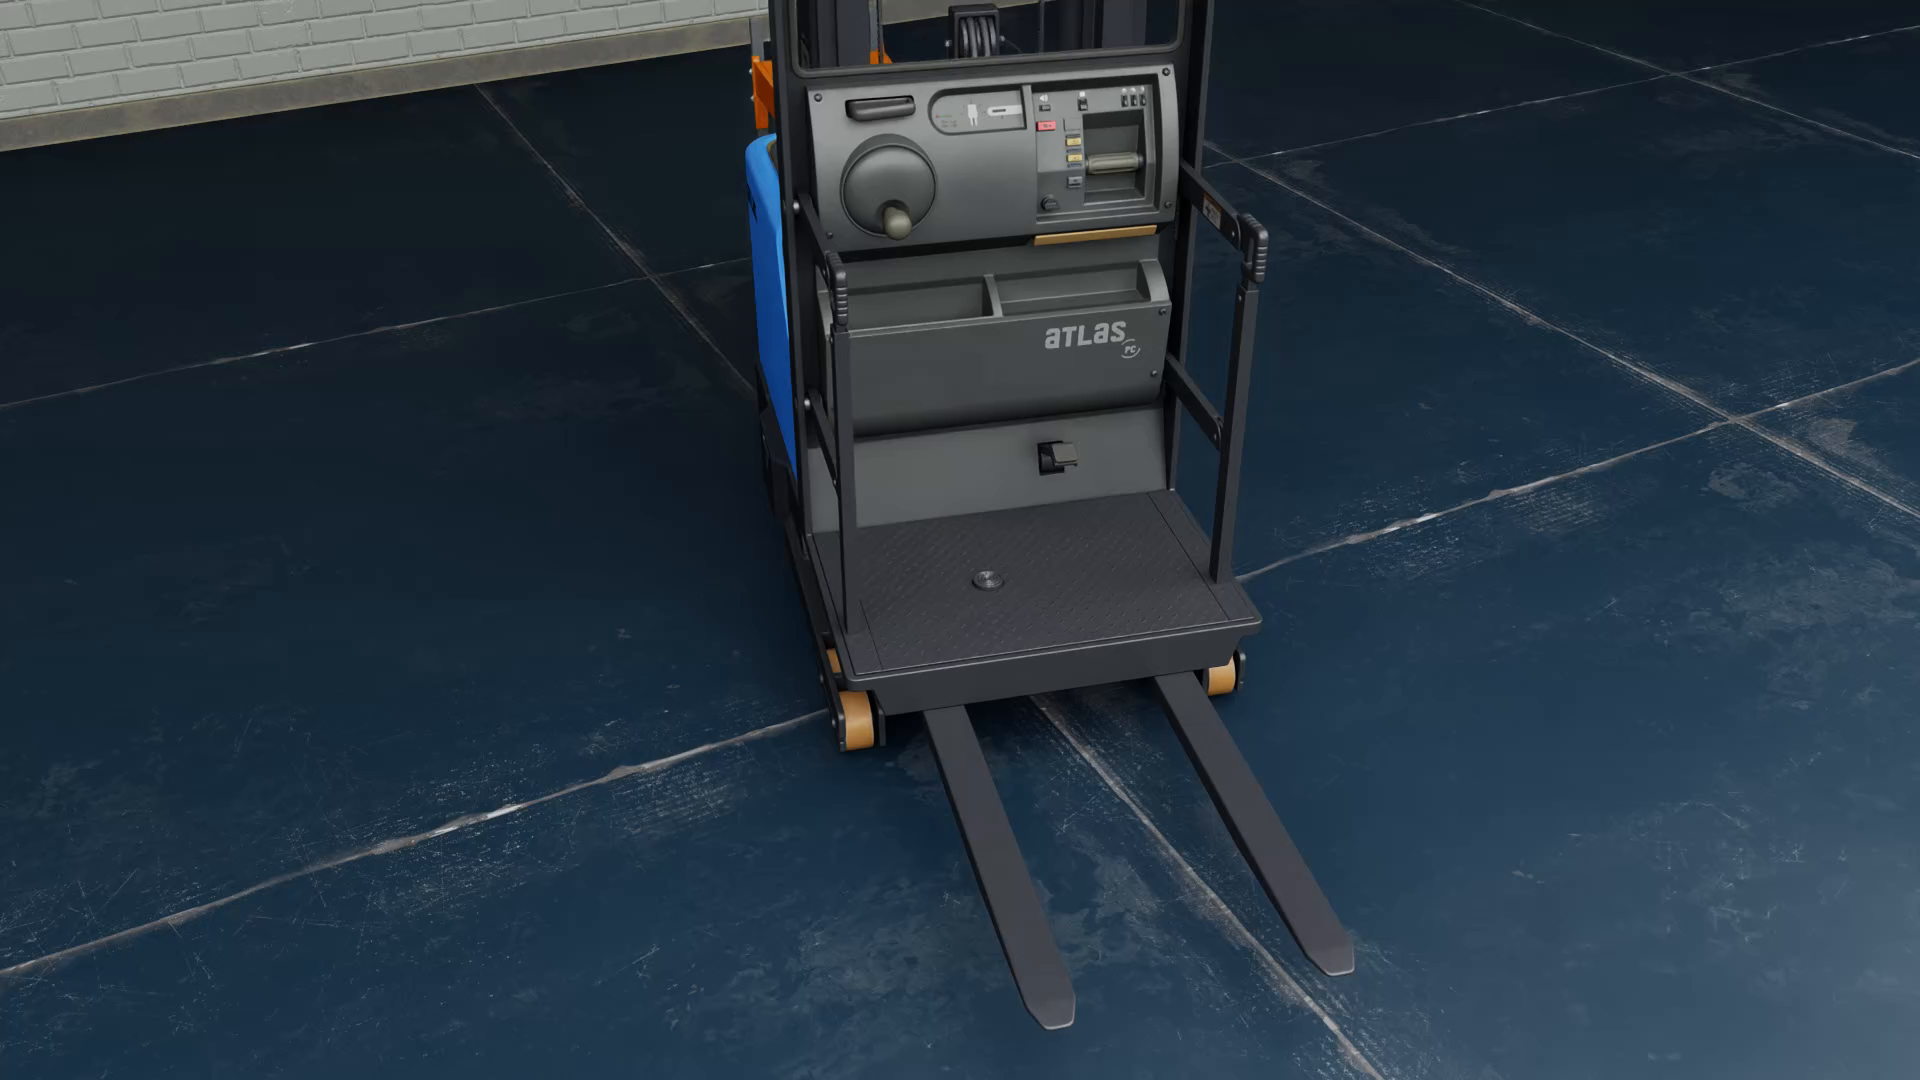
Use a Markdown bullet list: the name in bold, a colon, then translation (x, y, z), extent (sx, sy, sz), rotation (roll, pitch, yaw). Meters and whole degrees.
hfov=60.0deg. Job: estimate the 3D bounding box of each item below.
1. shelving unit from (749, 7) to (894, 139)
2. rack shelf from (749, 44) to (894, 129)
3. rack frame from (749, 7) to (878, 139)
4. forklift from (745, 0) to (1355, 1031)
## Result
- **shelving unit**: translation (-0.390, -1.245, 6.150), extent (0.538, 1.125, 1.048), rotation (-10, 34, -15)
- **rack shelf**: translation (-0.390, -1.491, 5.992), extent (0.538, 0.278, 1.000), rotation (-10, 34, -15)
- **rack frame**: translation (-0.545, -1.506, 6.558), extent (0.500, 1.125, 0.032), rotation (-10, 34, -15)
- **forklift**: translation (0.145, -0.906, 3.947), extent (1.130, 2.935, 3.031), rotation (-7, 33, -11)
